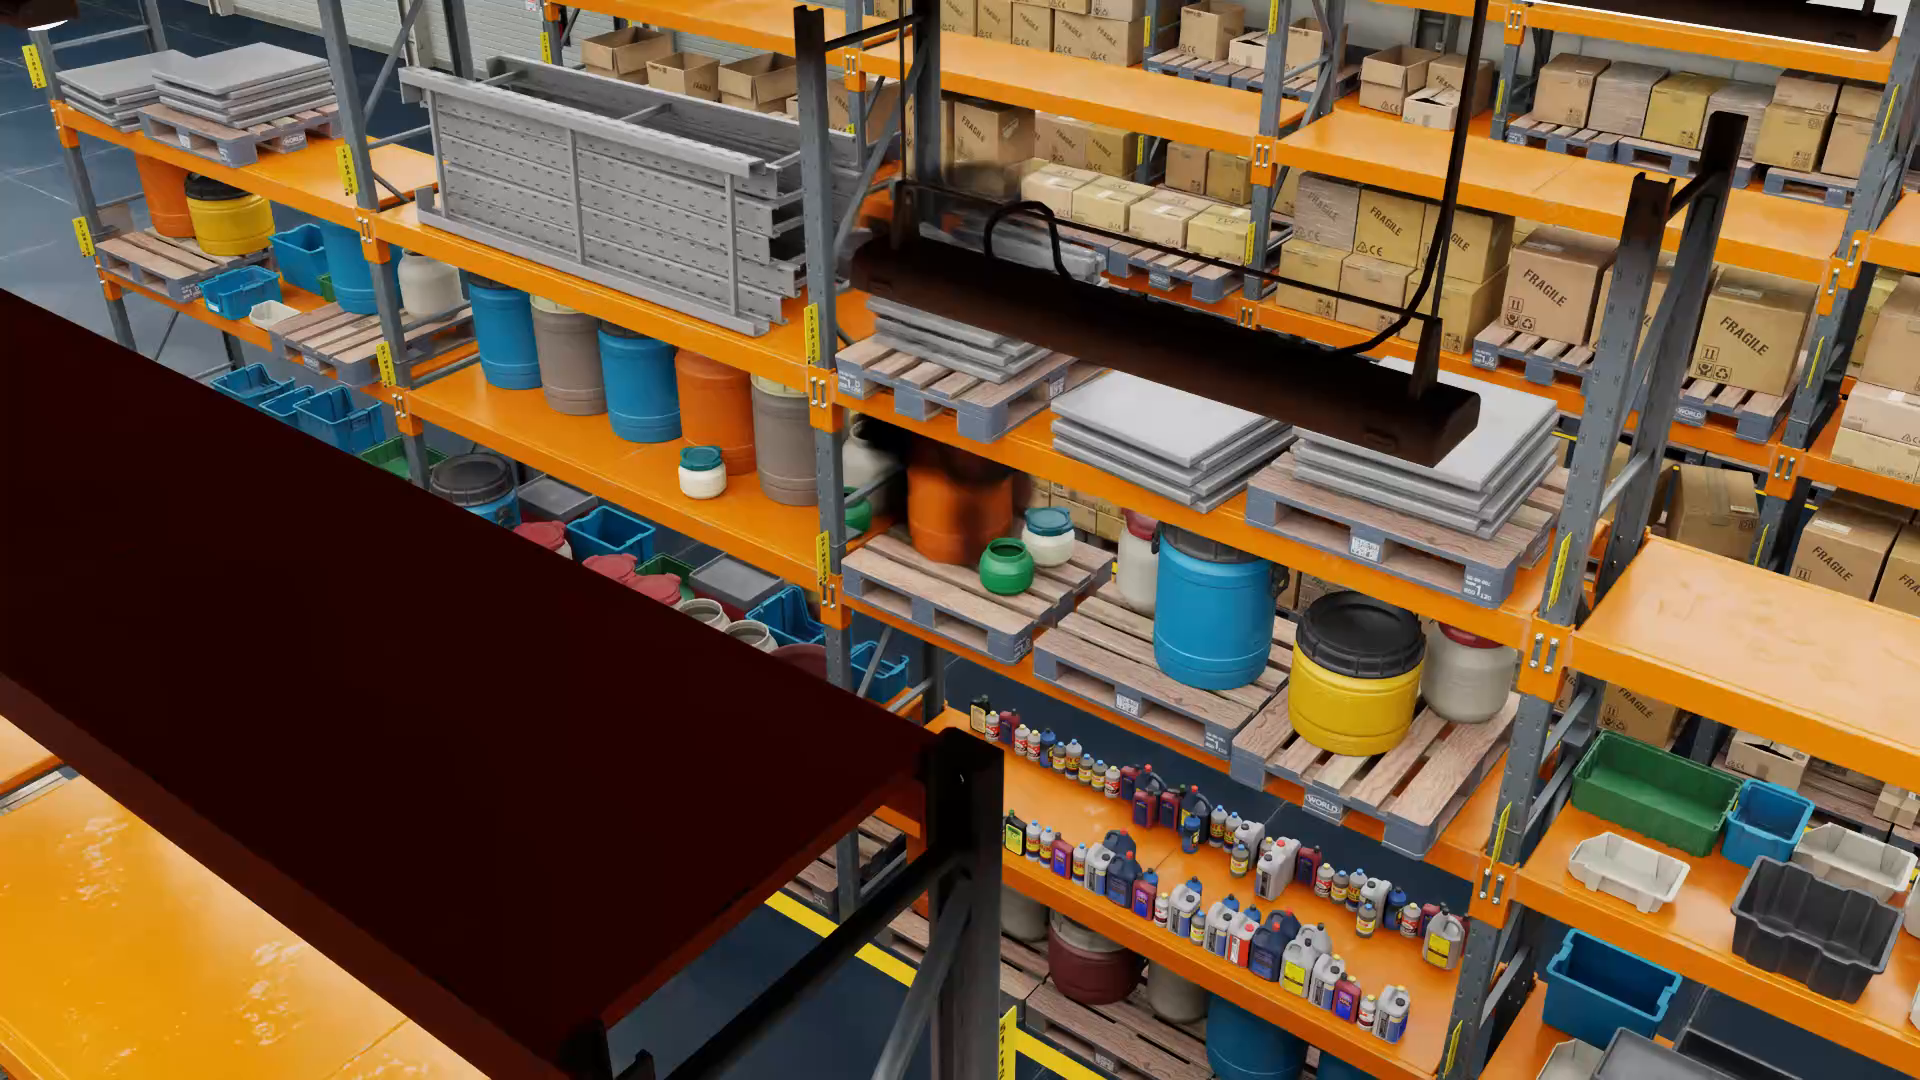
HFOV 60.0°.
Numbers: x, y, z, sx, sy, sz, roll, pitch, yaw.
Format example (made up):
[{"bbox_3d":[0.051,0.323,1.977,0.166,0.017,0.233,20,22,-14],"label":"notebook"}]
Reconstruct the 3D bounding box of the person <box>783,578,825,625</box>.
[{"bbox_3d":[-1.108,0.418,13.028,0.733,1.639,0.523,10,33,16],"label":"person"}]
